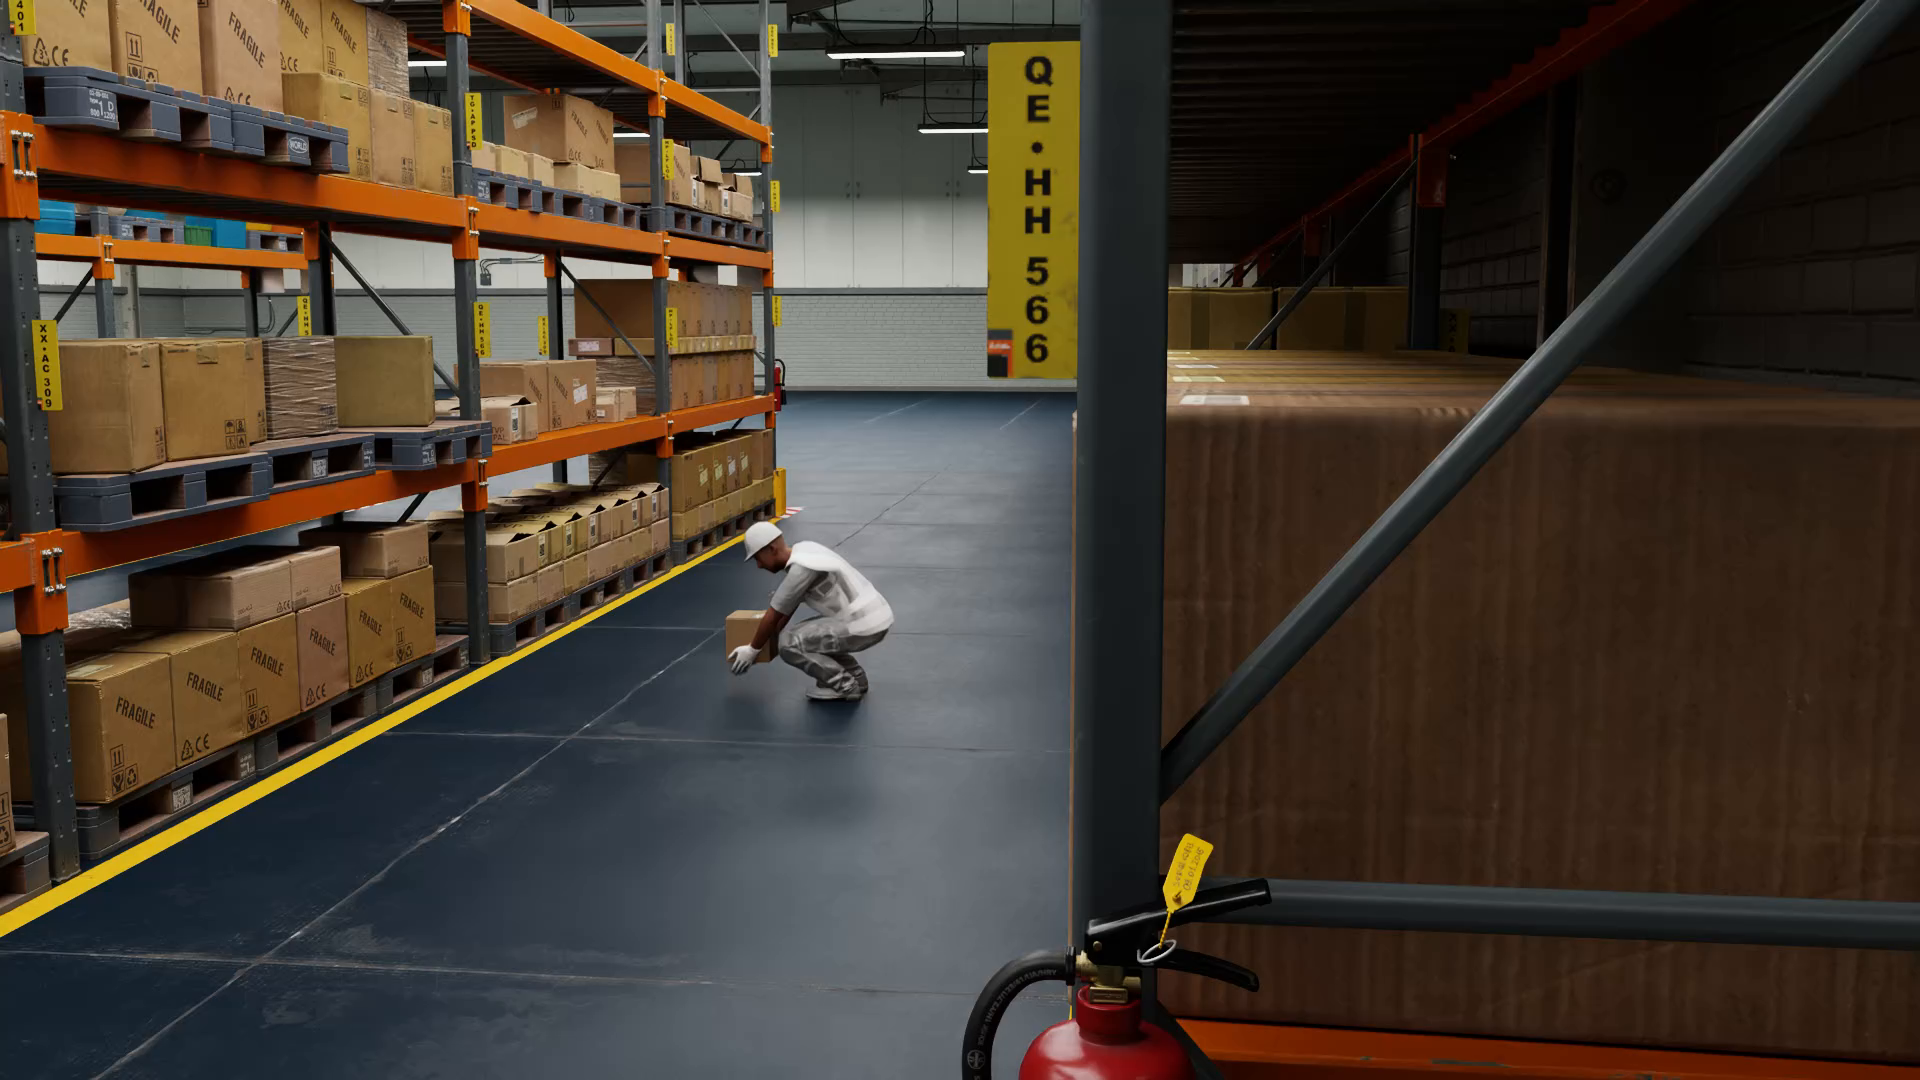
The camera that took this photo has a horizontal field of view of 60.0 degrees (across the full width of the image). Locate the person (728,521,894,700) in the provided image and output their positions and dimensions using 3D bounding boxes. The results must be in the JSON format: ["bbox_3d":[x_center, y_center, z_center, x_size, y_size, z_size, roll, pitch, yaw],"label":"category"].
[{"bbox_3d":[-0.837,0.388,9.335,0.893,0.992,0.566,1,8,6],"label":"person"}]
